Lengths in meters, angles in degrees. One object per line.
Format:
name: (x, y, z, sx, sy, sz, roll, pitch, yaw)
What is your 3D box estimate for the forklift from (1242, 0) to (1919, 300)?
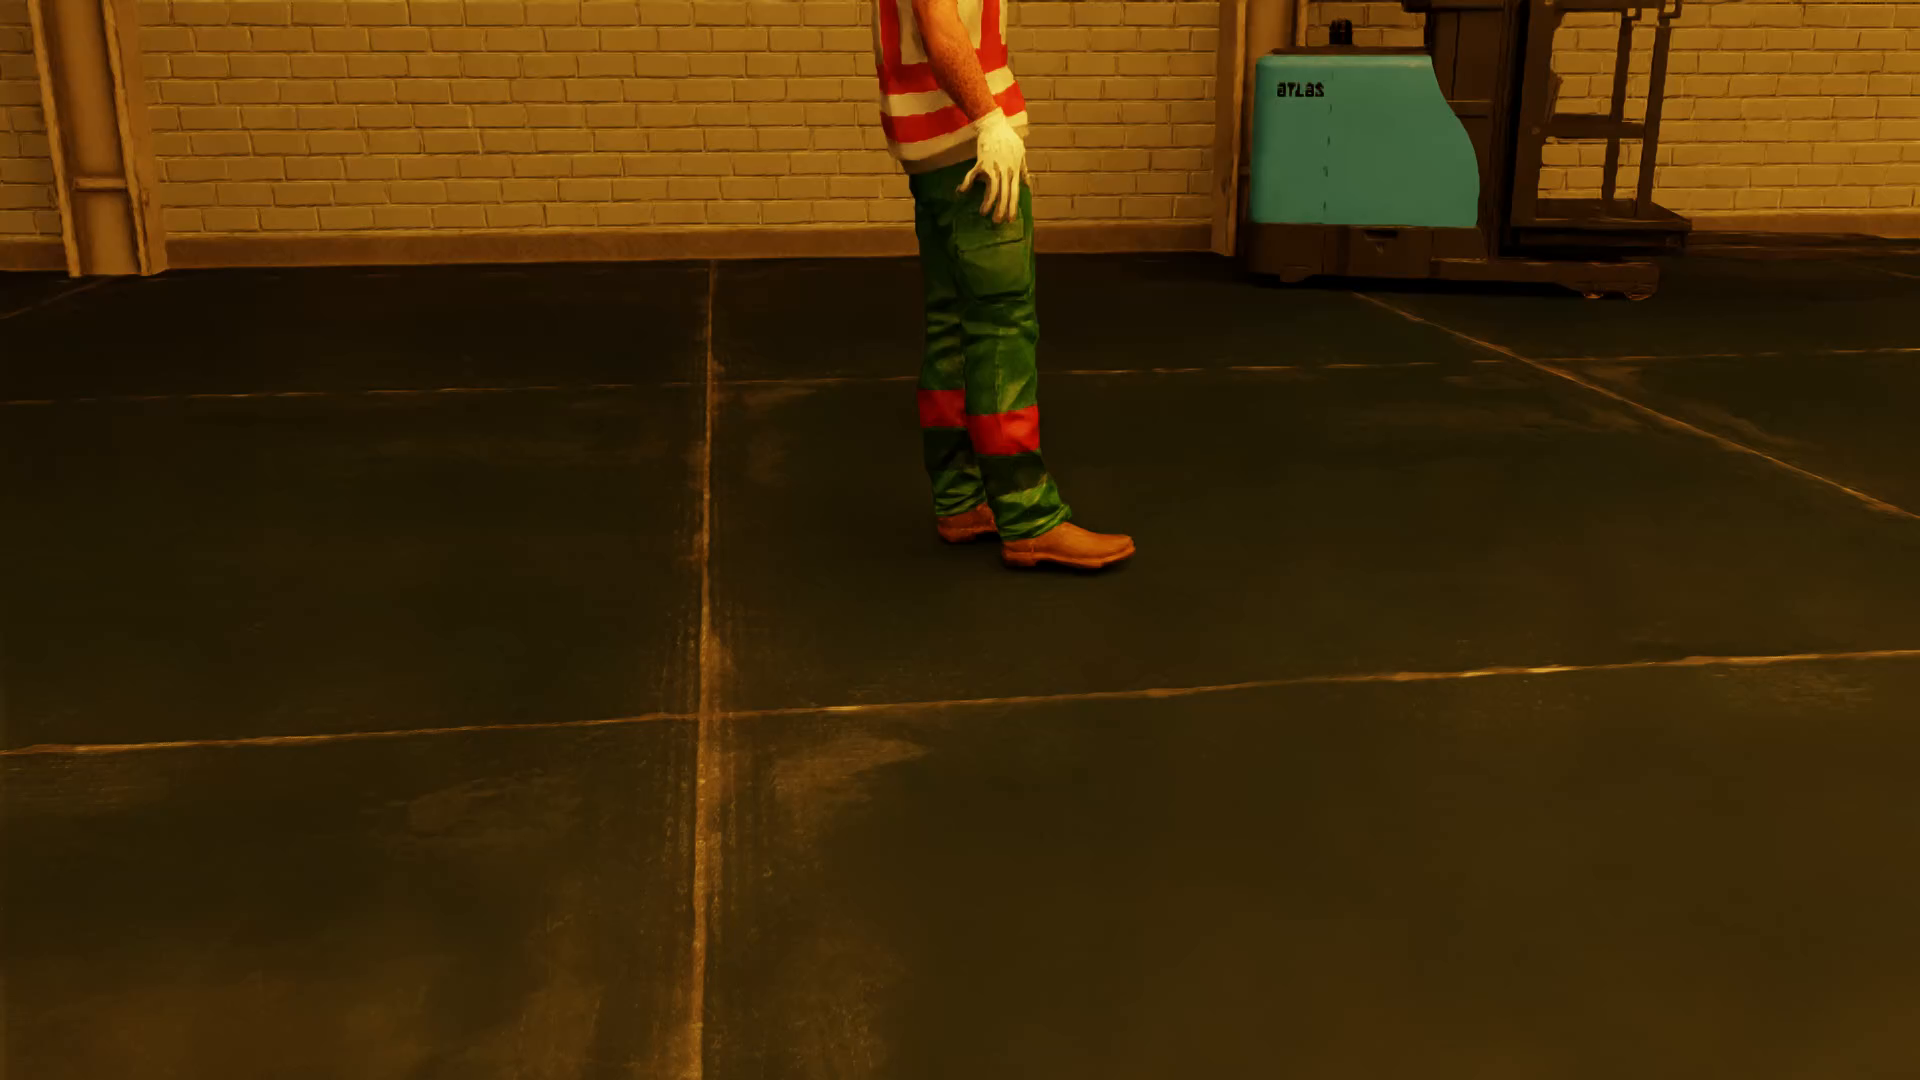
forklift: (2.936, -2.669, 7.744, 3.031, 2.935, 1.130, 4, 17, 11)

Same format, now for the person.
person: (0.081, -0.863, 3.706, 0.563, 1.787, 0.637, -2, 17, -8)
